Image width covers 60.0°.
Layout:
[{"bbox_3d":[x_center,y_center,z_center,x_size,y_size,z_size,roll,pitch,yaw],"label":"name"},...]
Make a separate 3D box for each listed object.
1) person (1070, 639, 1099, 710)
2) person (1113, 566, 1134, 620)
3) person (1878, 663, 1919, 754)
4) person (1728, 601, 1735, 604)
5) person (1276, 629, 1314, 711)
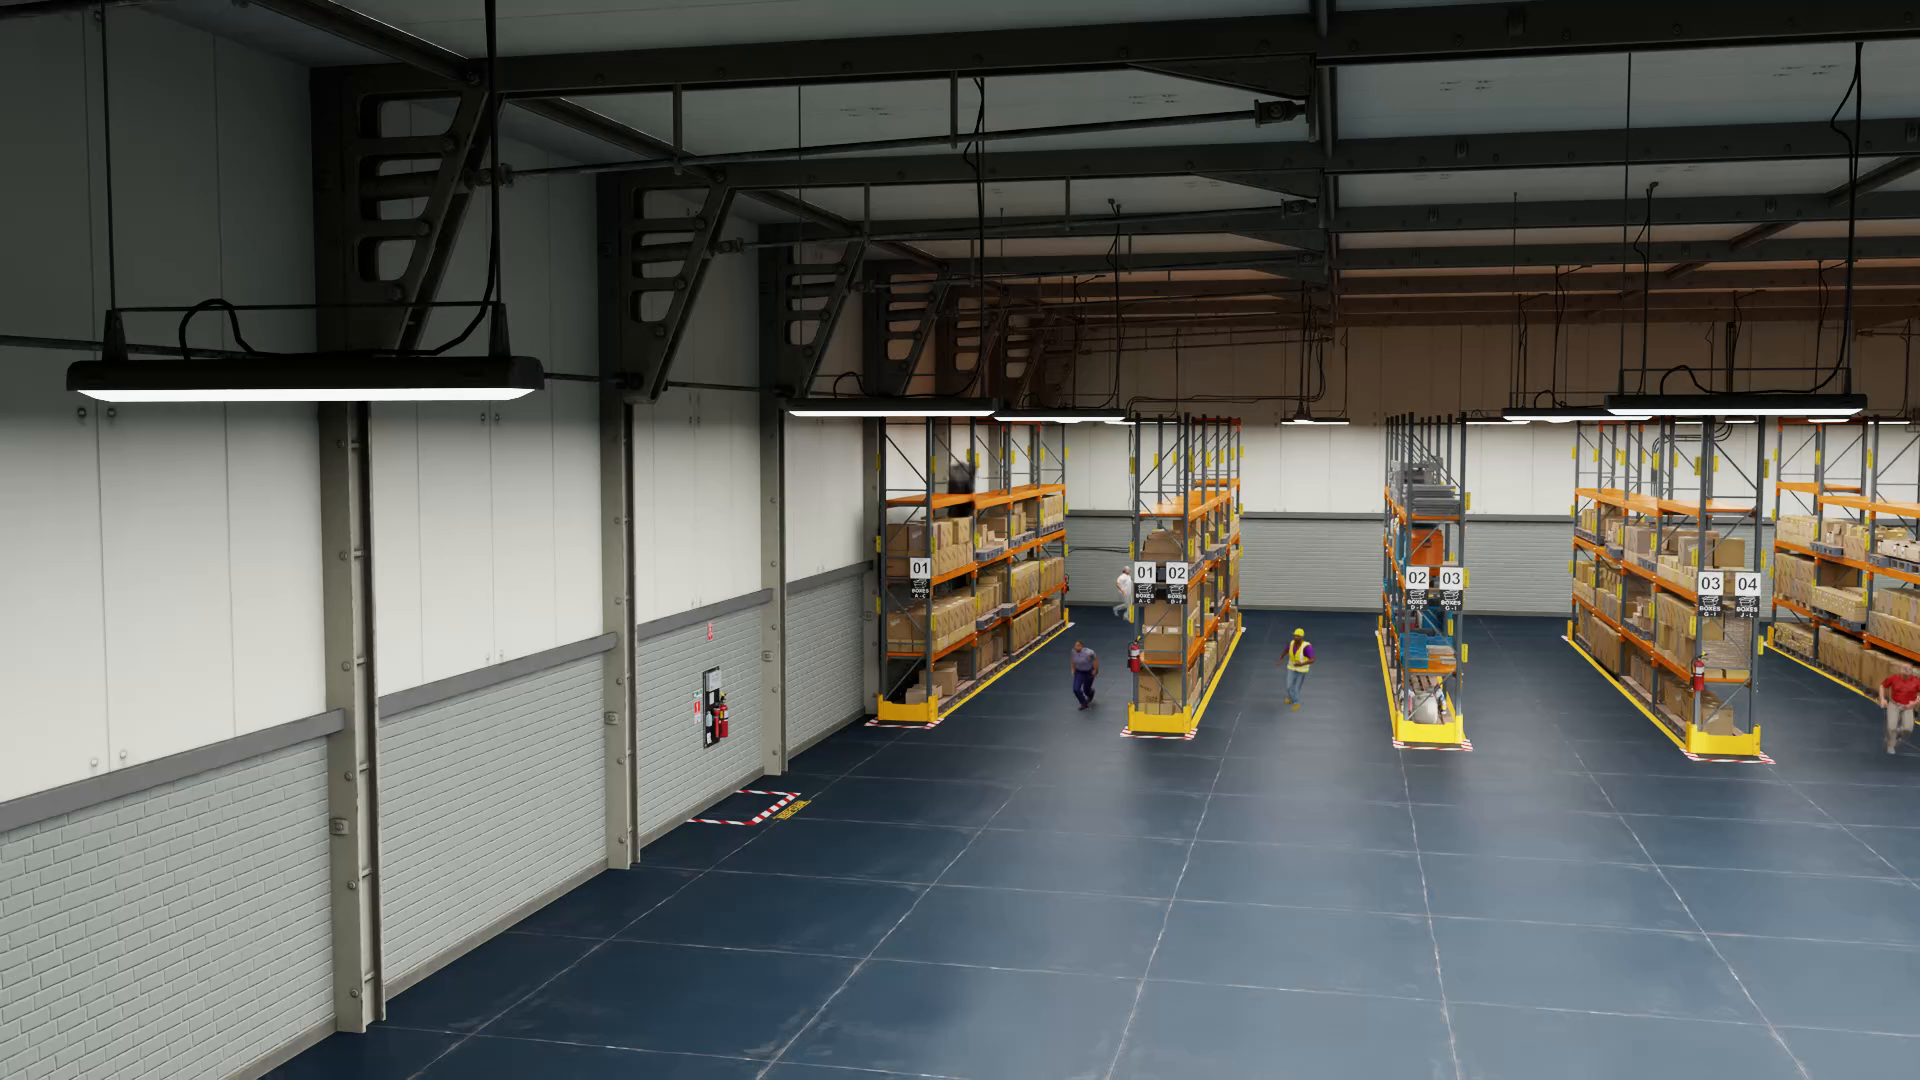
[{"bbox_3d":[2.553,2.785,33.731,0.614,1.332,0.883,2,4,25],"label":"person"},{"bbox_3d":[4.906,1.580,49.544,0.580,1.615,0.617,3,5,36],"label":"person"},{"bbox_3d":[16.544,2.954,29.225,0.744,1.637,0.552,1,4,15],"label":"person"},{"bbox_3d":[20.064,1.907,43.759,0.696,1.783,0.884,4,5,45],"label":"person"},{"bbox_3d":[6.823,2.624,33.756,0.814,1.694,0.637,2,4,25],"label":"person"}]
